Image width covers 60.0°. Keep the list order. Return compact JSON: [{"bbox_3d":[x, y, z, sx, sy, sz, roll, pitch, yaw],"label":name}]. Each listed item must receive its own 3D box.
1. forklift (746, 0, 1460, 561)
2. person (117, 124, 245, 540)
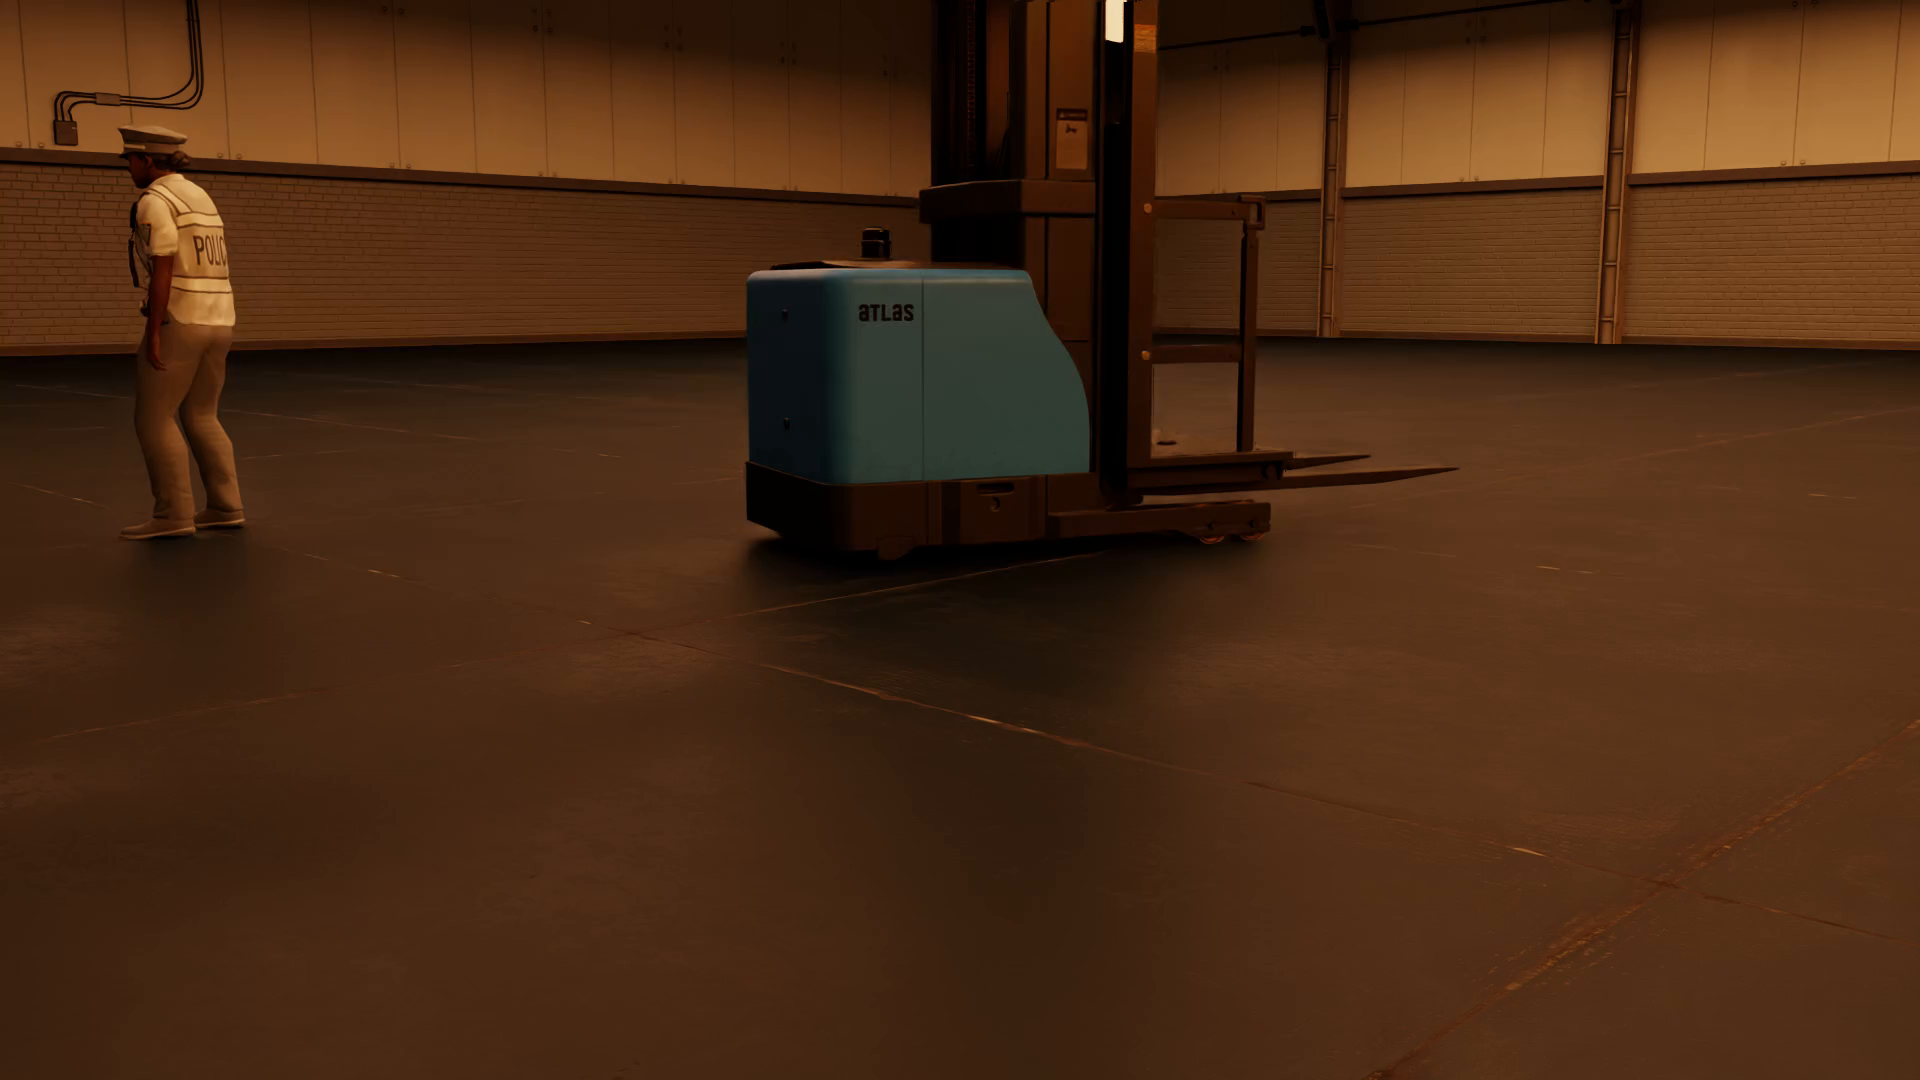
[{"bbox_3d":[0.691,-1.497,6.812,3.031,2.935,1.130,-4,9,-25],"label":"forklift"},{"bbox_3d":[-3.205,-0.847,6.819,0.405,1.669,0.505,1,9,5],"label":"person"}]
